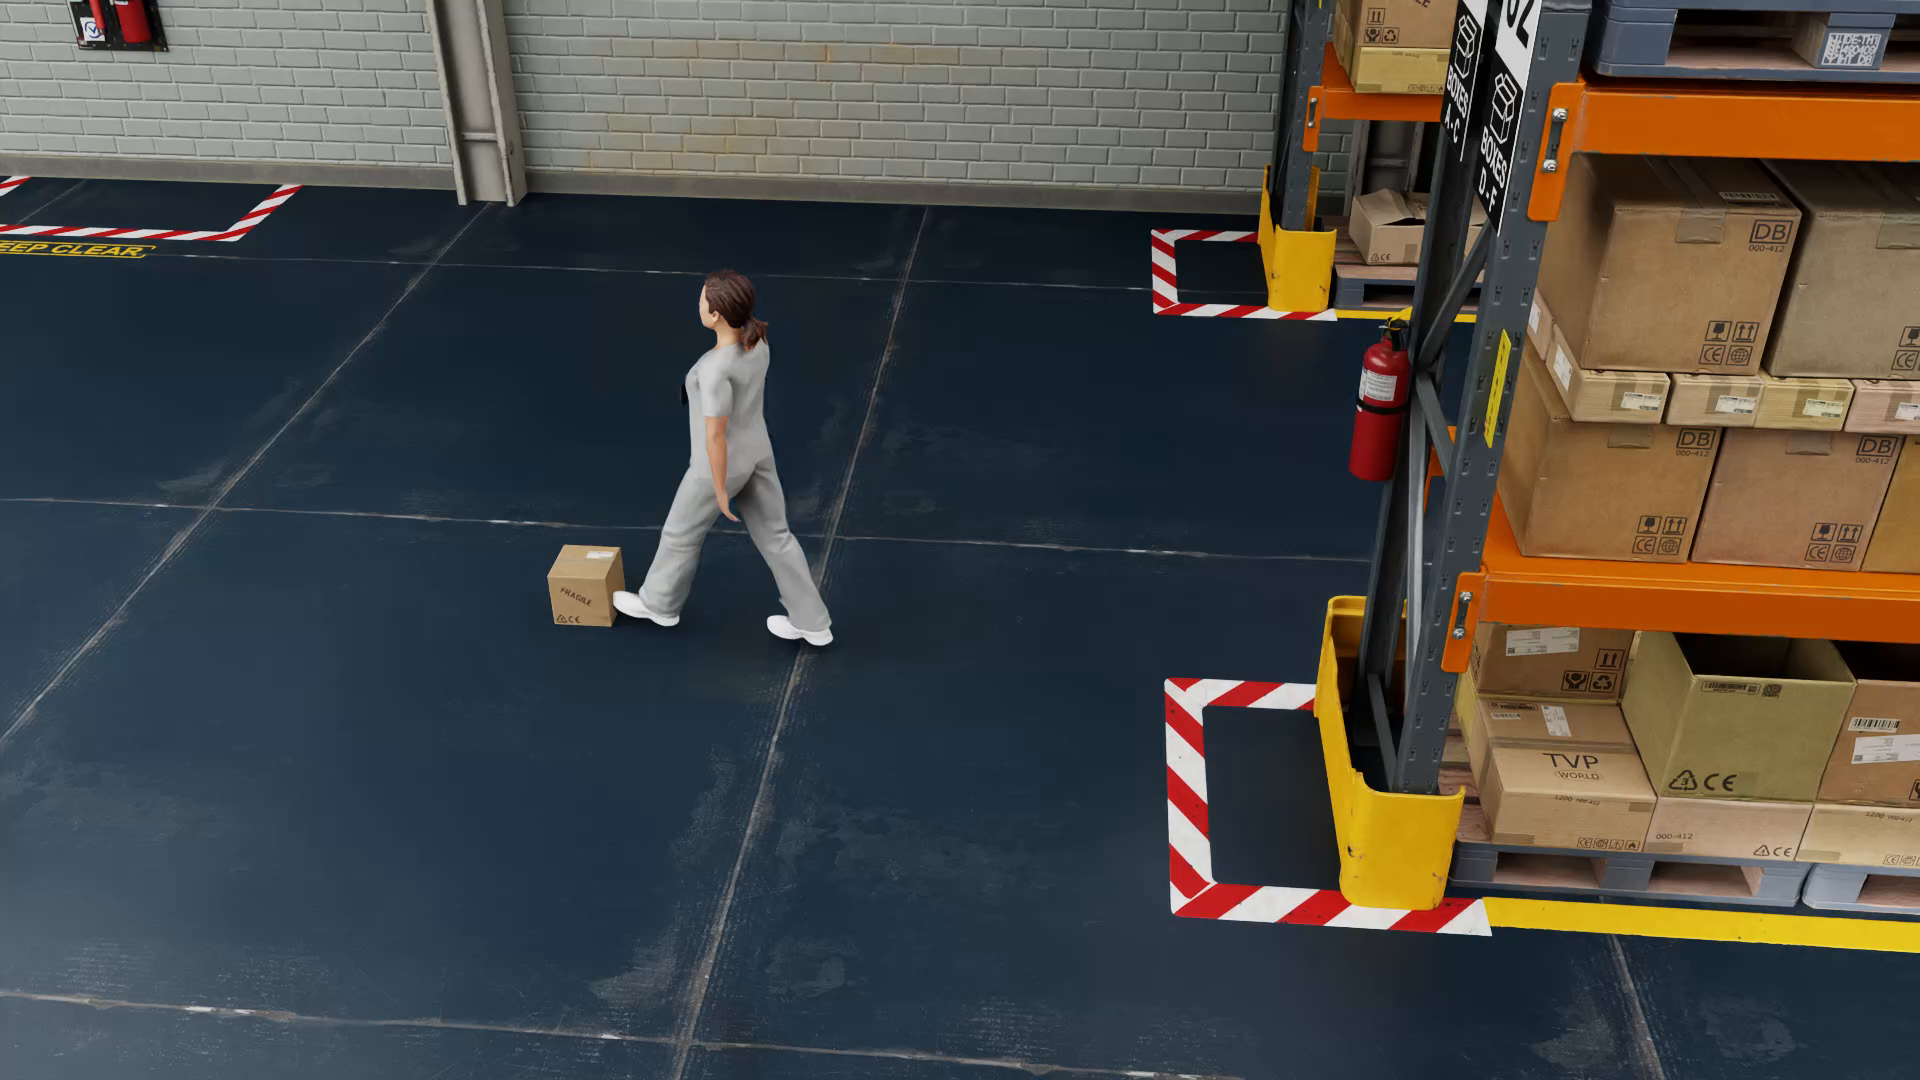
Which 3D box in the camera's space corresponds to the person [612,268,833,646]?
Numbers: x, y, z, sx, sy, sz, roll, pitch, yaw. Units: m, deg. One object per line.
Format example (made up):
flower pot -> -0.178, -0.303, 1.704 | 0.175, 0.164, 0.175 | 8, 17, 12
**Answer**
person -> -0.977, -0.339, 6.676 | 0.961, 1.613, 0.469 | 16, 35, 24
